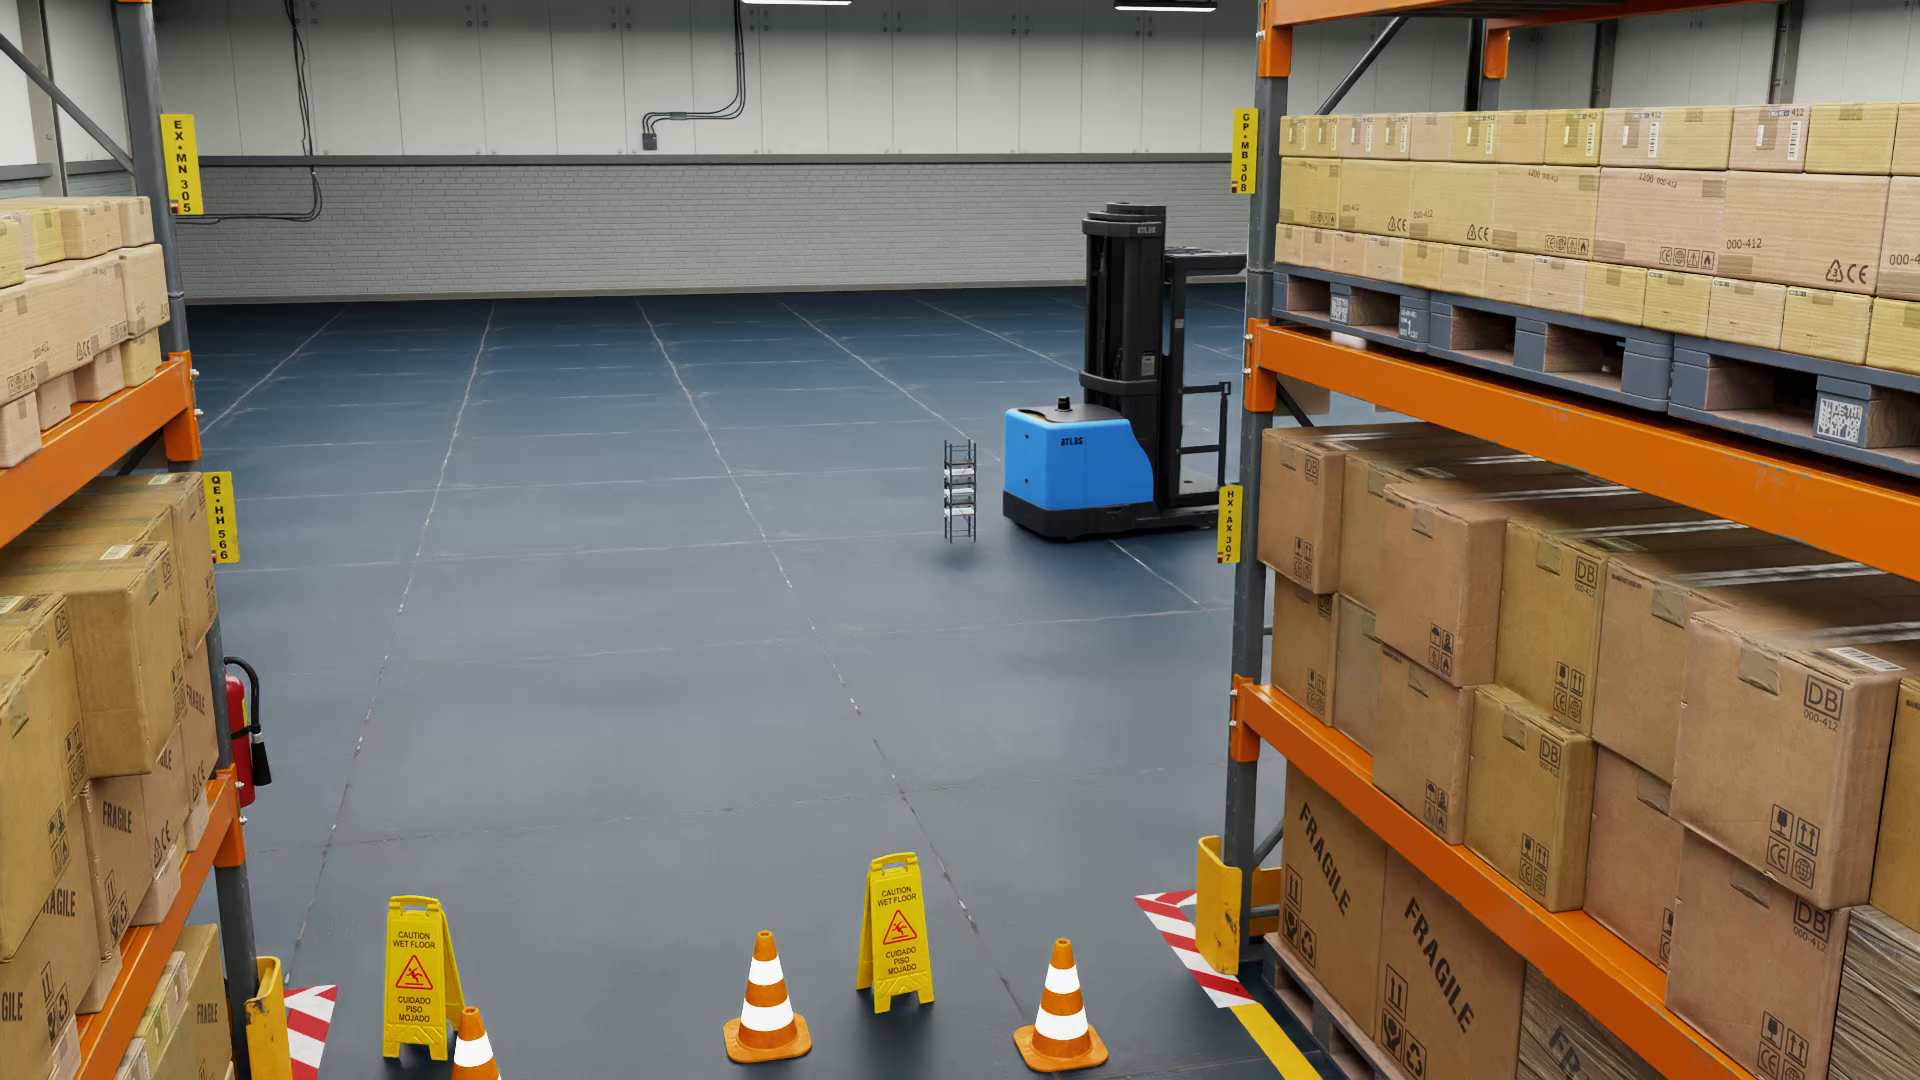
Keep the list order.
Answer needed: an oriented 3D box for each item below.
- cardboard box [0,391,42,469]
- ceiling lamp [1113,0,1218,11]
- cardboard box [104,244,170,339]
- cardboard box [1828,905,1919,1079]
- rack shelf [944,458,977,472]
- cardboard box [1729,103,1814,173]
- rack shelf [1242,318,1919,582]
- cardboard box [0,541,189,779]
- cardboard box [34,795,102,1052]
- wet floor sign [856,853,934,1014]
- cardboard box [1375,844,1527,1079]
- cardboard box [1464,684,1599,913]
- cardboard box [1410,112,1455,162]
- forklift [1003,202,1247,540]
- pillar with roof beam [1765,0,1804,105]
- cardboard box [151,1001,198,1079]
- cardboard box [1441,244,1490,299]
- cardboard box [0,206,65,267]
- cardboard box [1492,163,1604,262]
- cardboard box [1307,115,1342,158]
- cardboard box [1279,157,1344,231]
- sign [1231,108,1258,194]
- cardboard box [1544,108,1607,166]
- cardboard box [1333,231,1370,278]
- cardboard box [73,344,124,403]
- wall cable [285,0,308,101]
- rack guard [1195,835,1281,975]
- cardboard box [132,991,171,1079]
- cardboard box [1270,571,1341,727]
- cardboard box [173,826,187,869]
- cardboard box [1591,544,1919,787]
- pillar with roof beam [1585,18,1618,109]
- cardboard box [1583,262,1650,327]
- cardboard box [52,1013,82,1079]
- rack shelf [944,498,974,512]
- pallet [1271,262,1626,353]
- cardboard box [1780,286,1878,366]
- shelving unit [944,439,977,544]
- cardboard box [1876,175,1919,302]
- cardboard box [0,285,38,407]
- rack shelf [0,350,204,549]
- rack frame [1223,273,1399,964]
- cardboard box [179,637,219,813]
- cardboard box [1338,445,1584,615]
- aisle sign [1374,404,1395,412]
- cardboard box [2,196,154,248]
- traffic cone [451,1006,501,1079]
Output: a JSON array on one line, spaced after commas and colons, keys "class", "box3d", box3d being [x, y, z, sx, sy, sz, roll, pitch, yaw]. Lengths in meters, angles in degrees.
[{"class": "cardboard box", "box3d": [-2.372, -0.251, 3.845, 0.380, 0.149, 0.250, -3, 14, -14]}, {"class": "ceiling lamp", "box3d": [3.856, -11.696, 31.539, 2.000, 3.185, 0.800, -3, 14, -13]}, {"class": "cardboard box", "box3d": [-2.750, -0.761, 5.089, 0.500, 0.250, 0.500, -3, 14, -14]}, {"class": "cardboard box", "box3d": [2.497, 1.131, 3.659, 0.875, 0.550, 0.550, -3, 14, -13]}, {"class": "rack shelf", "box3d": [0.002, -0.665, 14.756, 0.258, 0.077, 0.200, -3, 14, -13]}, {"class": "cardboard box", "box3d": [2.024, -0.927, 3.834, 0.380, 0.149, 0.250, -3, 14, -12]}, {"class": "rack shelf", "box3d": [2.126, -0.280, 4.950, 1.077, 0.370, 4.000, -3, 14, -13]}, {"class": "cardboard box", "box3d": [-2.468, 0.321, 4.348, 0.700, 0.500, 0.500, -3, 14, -14]}, {"class": "cardboard box", "box3d": [-2.408, 0.931, 3.957, 0.500, 0.500, 0.500, -3, 14, -13]}, {"class": "wet floor sign", "box3d": [-0.275, 1.613, 6.964, 0.267, 0.644, 0.232, -6, 15, -23]}, {"class": "cardboard box", "box3d": [2.088, 1.550, 5.855, 0.875, 0.875, 0.875, -4, 14, -14]}, {"class": "cardboard box", "box3d": [2.112, 0.758, 5.188, 0.875, 0.550, 0.500, -3, 14, -13]}, {"class": "cardboard box", "box3d": [1.663, -1.280, 5.278, 0.380, 0.149, 0.250, -4, 14, -14]}, {"class": "forklift", "box3d": [1.970, -1.627, 15.409, 3.031, 2.935, 1.130, -6, 15, -22]}, {"class": "pillar with roof beam", "box3d": [12.130, -8.813, 32.039, 9.100, 9.000, 0.548, -3, 14, -13]}, {"class": "cardboard box", "box3d": [-2.564, 1.723, 4.882, 0.500, 0.500, 0.500, -3, 14, -11]}, {"class": "cardboard box", "box3d": [1.721, -0.834, 5.132, 0.380, 0.149, 0.250, -3, 14, -14]}, {"class": "cardboard box", "box3d": [-2.655, -0.815, 4.471, 0.380, 0.149, 0.250, -3, 14, -13]}, {"class": "cardboard box", "box3d": [1.877, -0.941, 4.730, 0.500, 0.250, 0.500, -3, 14, -13]}, {"class": "cardboard box", "box3d": [1.483, -1.456, 6.002, 0.380, 0.149, 0.250, -3, 14, -13]}, {"class": "cardboard box", "box3d": [1.520, -1.290, 6.159, 0.500, 0.250, 0.500, -3, 14, -13]}, {"class": "sign", "box3d": [1.115, -1.525, 6.519, 0.100, 0.325, 0.005, -3, 14, -13]}, {"class": "cardboard box", "box3d": [1.843, -1.103, 4.556, 0.380, 0.149, 0.250, -3, 14, -12]}, {"class": "cardboard box", "box3d": [1.544, -1.008, 5.847, 0.380, 0.149, 0.250, -3, 14, -13]}, {"class": "cardboard box", "box3d": [-2.656, -0.484, 4.798, 0.380, 0.149, 0.250, -3, 14, -11]}, {"class": "wall cable", "box3d": [-12.491, -10.531, 34.970, 3.097, 2.526, 0.112, -3, 14, -13]}, {"class": "rack guard", "box3d": [1.651, 1.575, 7.428, 1.175, 0.500, 0.348, -3, 14, -13]}, {"class": "cardboard box", "box3d": [-2.483, 1.427, 4.728, 0.380, 0.149, 0.250, -3, 14, -12]}, {"class": "cardboard box", "box3d": [1.787, 0.376, 6.751, 0.875, 0.550, 0.550, -3, 14, -13]}, {"class": "cardboard box", "box3d": [-2.629, 0.974, 5.149, 0.380, 0.149, 0.250, -4, 14, -14]}, {"class": "cardboard box", "box3d": [2.307, 0.352, 4.576, 0.875, 0.550, 0.550, -3, 14, -13]}, {"class": "pillar with roof beam", "box3d": [10.721, -10.197, 37.705, 9.100, 9.000, 0.548, -3, 14, -13]}, {"class": "cardboard box", "box3d": [1.898, -0.659, 4.417, 0.380, 0.149, 0.250, -3, 14, -14]}, {"class": "cardboard box", "box3d": [-2.332, 1.267, 3.949, 0.380, 0.149, 0.250, -3, 14, -13]}, {"class": "rack shelf", "box3d": [0.002, -0.315, 14.842, 0.258, 0.077, 0.200, -3, 14, -13]}, {"class": "pallet", "box3d": [1.841, -0.878, 6.065, 1.003, 0.211, 1.213, -3, 14, -13]}, {"class": "cardboard box", "box3d": [2.078, -0.483, 3.696, 0.380, 0.149, 0.250, -3, 14, -12]}, {"class": "shelving unit", "box3d": [0.002, -0.435, 14.813, 0.258, 0.900, 0.210, -3, 14, -13]}, {"class": "cardboard box", "box3d": [2.230, -0.592, 3.303, 0.500, 0.250, 0.500, -3, 14, -14]}, {"class": "cardboard box", "box3d": [-2.385, -0.409, 3.648, 0.500, 0.250, 0.500, -3, 14, -13]}, {"class": "rack shelf", "box3d": [-2.662, 0.019, 3.725, 1.077, 0.370, 4.000, -3, 14, -13]}, {"class": "rack frame", "box3d": [1.656, 0.366, 7.109, 1.000, 3.000, 0.127, -3, 14, -13]}, {"class": "cardboard box", "box3d": [-2.736, 0.582, 5.387, 0.500, 0.500, 0.500, -4, 14, -14]}, {"class": "cardboard box", "box3d": [1.925, -0.022, 6.105, 0.875, 0.550, 0.550, -3, 14, -13]}, {"class": "aisle sign", "box3d": [1.931, -0.930, 6.936, 0.394, 0.787, 0.004, -3, 14, -13]}, {"class": "cardboard box", "box3d": [-2.765, -0.996, 5.211, 0.380, 0.149, 0.250, -3, 14, -13]}, {"class": "traffic cone", "box3d": [-1.777, 1.925, 6.073, 0.336, 0.463, 0.334, -3, 14, -13]}]
